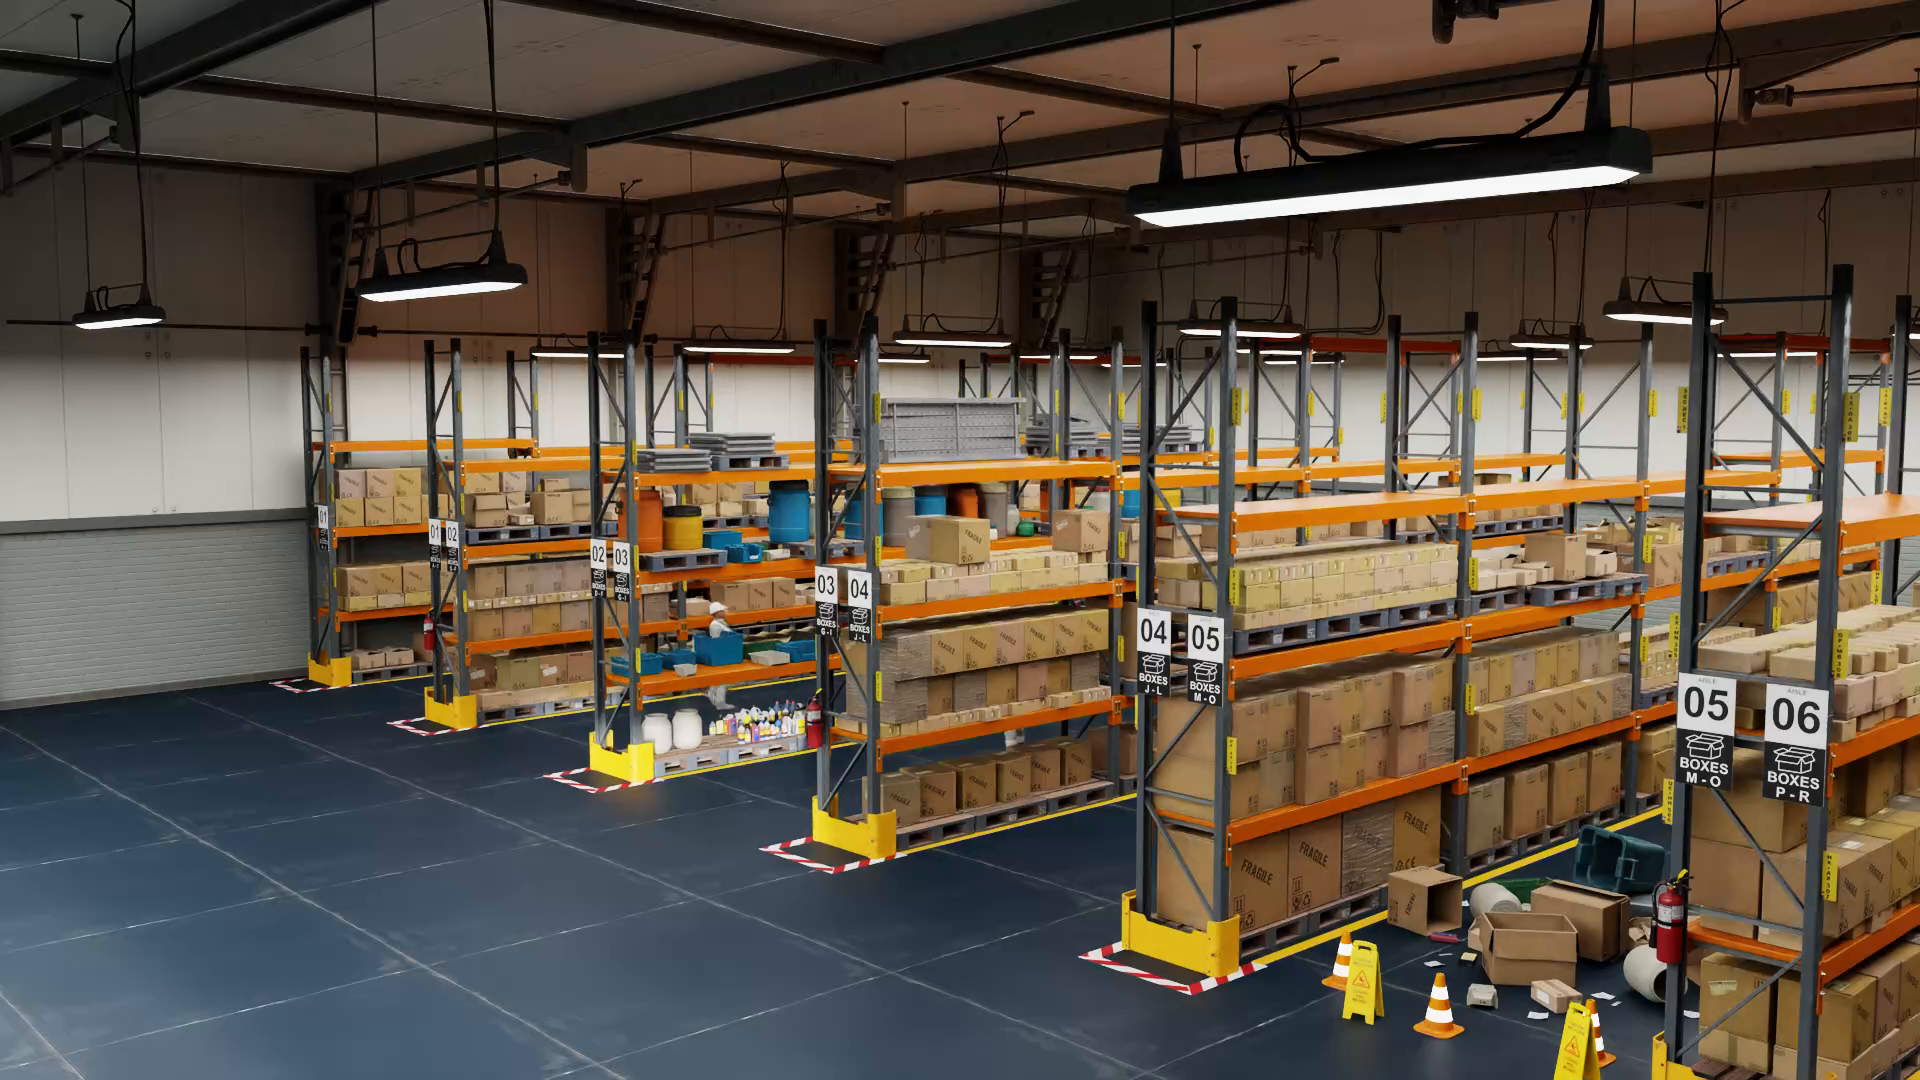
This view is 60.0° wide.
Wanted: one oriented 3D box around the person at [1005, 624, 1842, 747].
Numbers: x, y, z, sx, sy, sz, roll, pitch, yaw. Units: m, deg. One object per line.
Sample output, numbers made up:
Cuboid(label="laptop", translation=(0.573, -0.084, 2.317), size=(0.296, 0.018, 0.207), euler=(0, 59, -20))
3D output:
Cuboid(label="person", translation=(3.712, 1.894, 18.157), size=(10.276, 3.332, 6.735), euler=(3, 6, 27))

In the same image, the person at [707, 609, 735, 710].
Cuboid(label="person", translation=(-3.903, 1.909, 27.117), size=(0.481, 1.711, 0.550), euler=(-1, 5, -7))
